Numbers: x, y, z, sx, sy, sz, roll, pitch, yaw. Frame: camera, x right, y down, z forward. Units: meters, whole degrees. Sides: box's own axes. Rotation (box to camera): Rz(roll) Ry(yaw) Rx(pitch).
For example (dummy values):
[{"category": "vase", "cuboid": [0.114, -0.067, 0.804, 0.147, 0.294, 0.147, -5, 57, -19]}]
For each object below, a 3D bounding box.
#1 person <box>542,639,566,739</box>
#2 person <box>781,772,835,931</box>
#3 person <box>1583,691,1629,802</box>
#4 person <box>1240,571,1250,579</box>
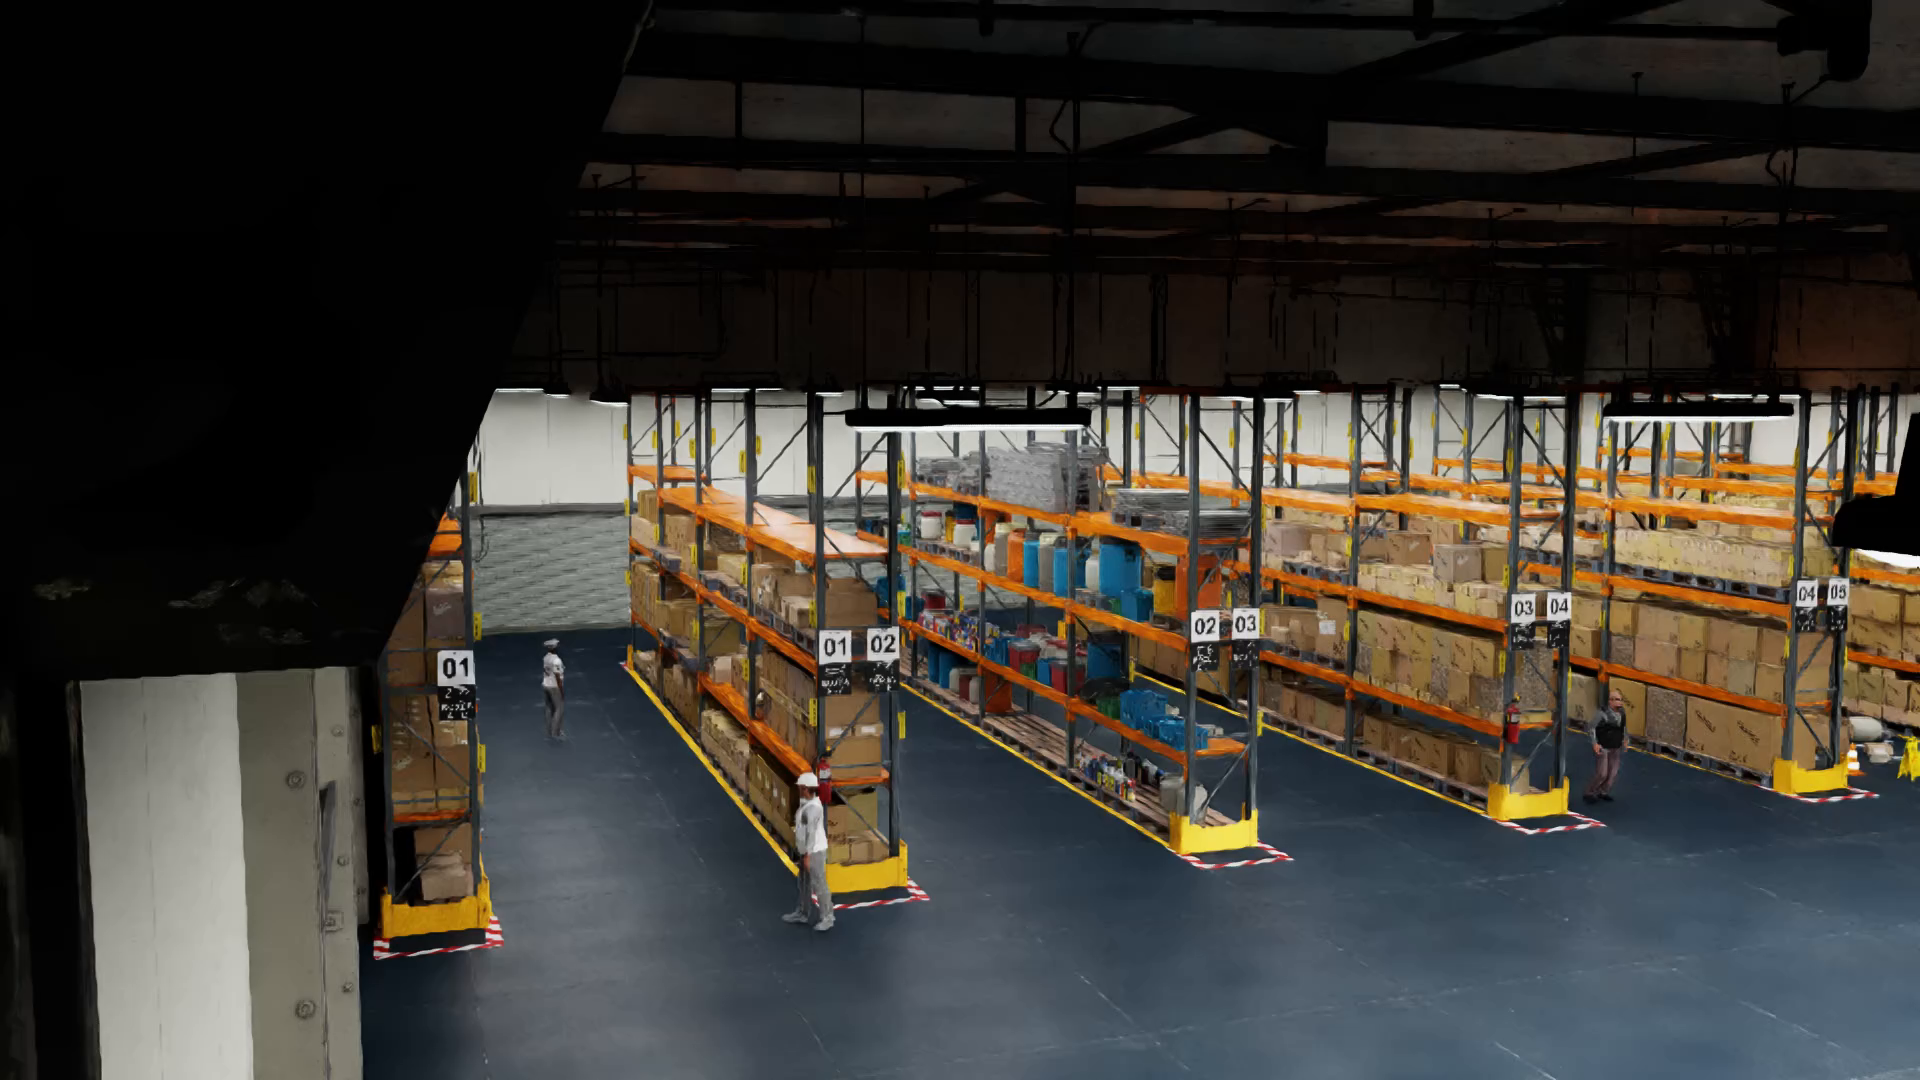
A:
[{"category": "person", "cuboid": [-6.970, 2.578, 28.591, 0.526, 1.735, 0.372, 6, 8, 44]}, {"category": "person", "cuboid": [-1.728, 3.493, 18.843, 0.582, 1.769, 0.647, -1, 6, -12]}, {"category": "person", "cuboid": [9.428, 3.005, 24.254, 0.677, 1.673, 0.530, -3, 6, -23]}, {"category": "person", "cuboid": [7.548, 1.058, 43.195, 0.520, 1.652, 0.477, 2, 6, 19]}]
